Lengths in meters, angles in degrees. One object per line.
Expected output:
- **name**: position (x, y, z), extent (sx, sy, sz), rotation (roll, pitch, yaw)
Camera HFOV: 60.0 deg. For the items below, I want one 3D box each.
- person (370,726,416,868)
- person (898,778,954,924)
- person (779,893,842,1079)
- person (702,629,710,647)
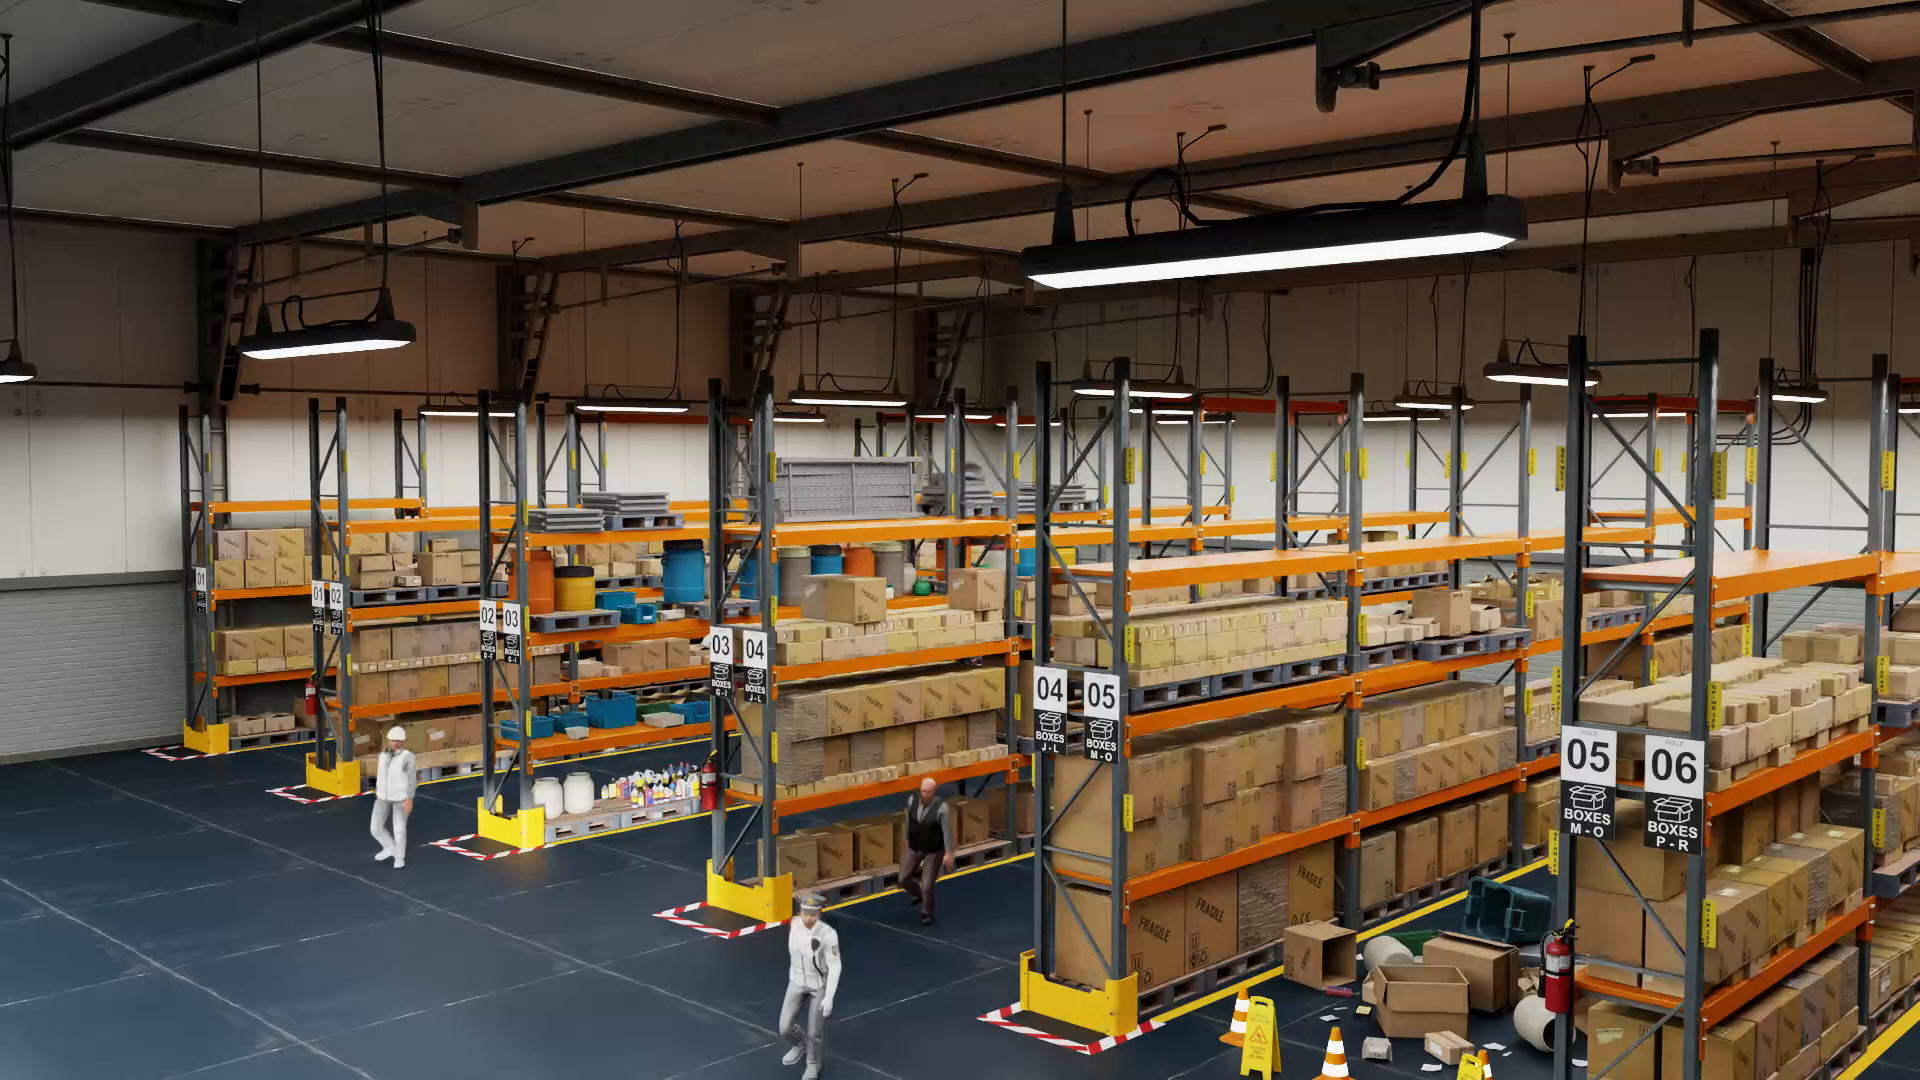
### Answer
- **person**: position (-7.028, 3.185, 20.624), extent (0.632, 1.768, 0.444), rotation (1, 3, 10)
- **person**: position (-0.361, 3.375, 18.223), extent (0.792, 1.639, 0.627), rotation (2, 3, 27)
- **person**: position (-1.216, 3.647, 13.576), extent (0.614, 1.621, 0.559), rotation (1, 3, 17)
- **person**: position (-4.899, 2.528, 33.912), extent (0.706, 1.730, 1.014), rotation (2, 3, 29)
